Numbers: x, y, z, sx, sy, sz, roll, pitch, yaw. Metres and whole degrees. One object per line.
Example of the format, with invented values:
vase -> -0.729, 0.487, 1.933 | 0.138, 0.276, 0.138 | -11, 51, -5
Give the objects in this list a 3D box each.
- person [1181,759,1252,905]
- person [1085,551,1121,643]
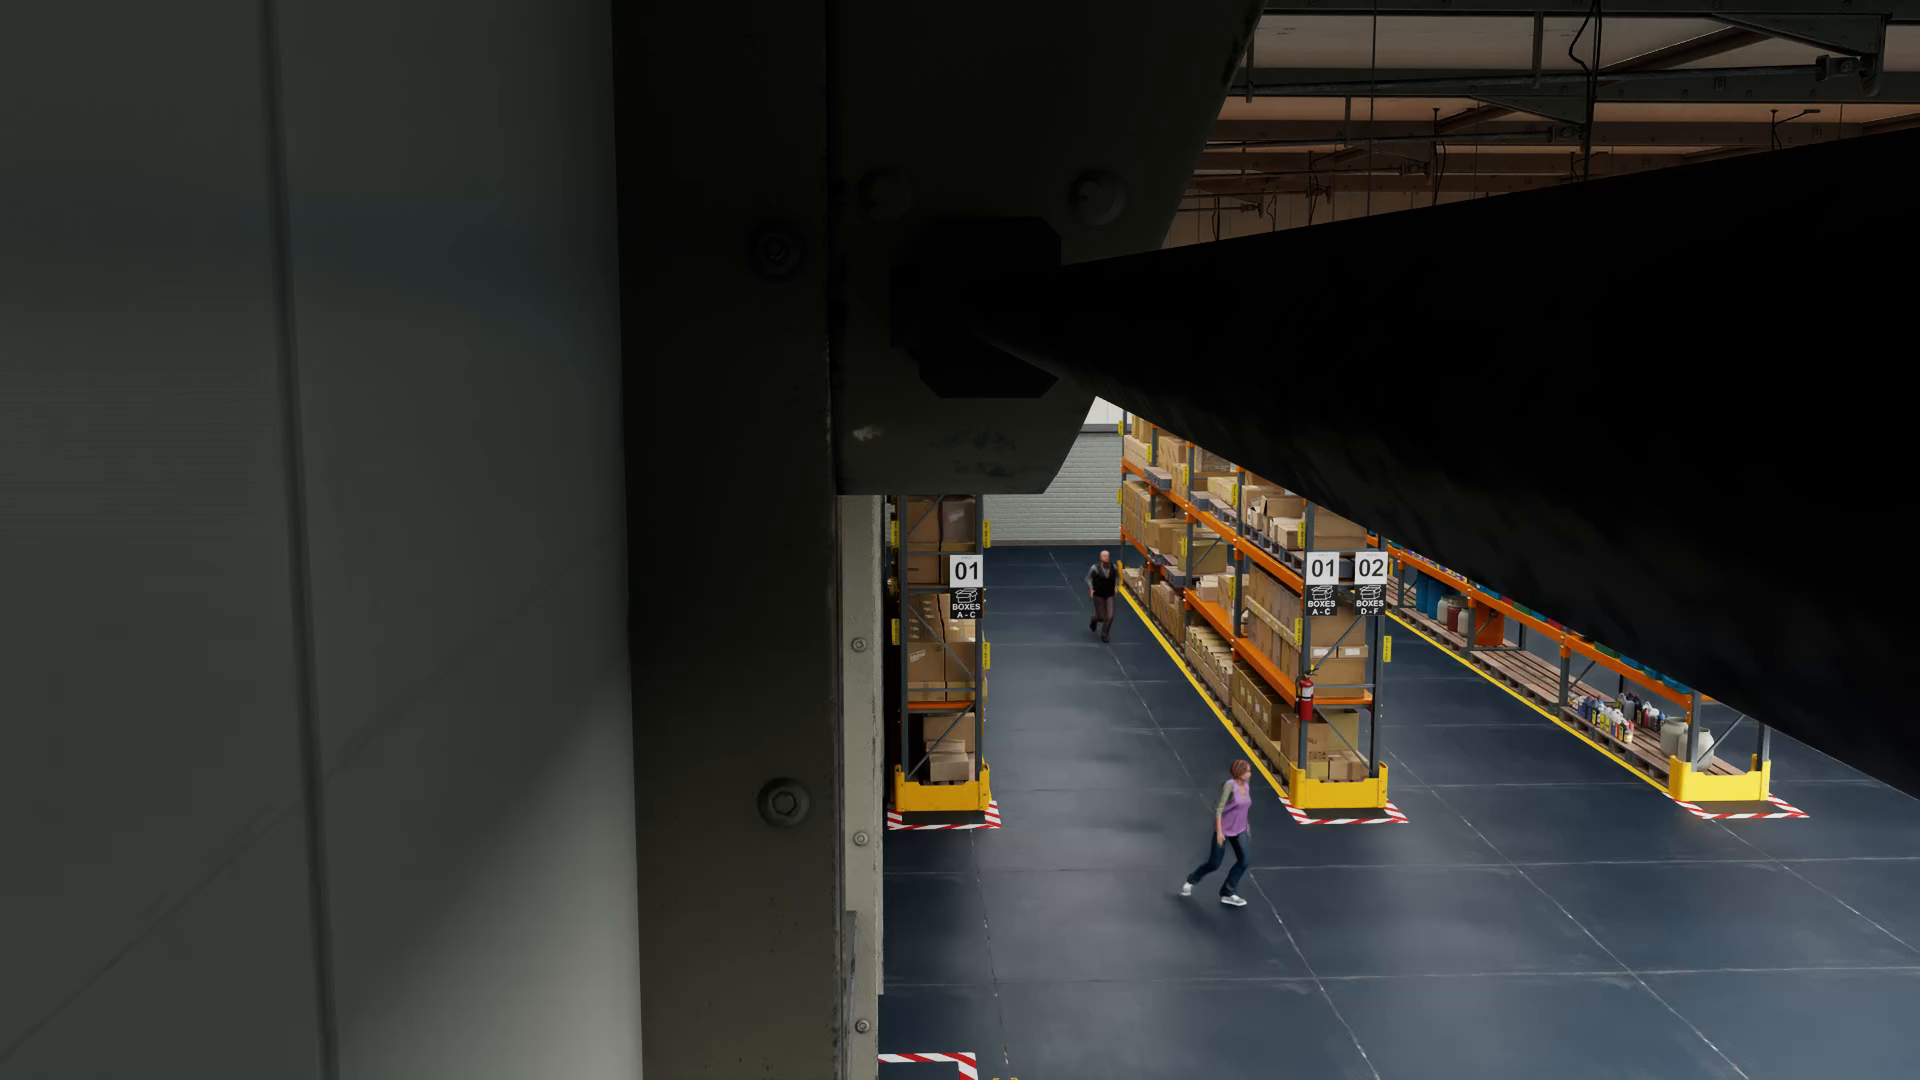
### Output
person -> 2.716, 3.023, 17.379 | 0.654, 1.520, 0.653 | -7, 11, -39
person -> 2.630, 1.018, 30.589 | 0.671, 1.680, 0.622 | -2, 9, -15
